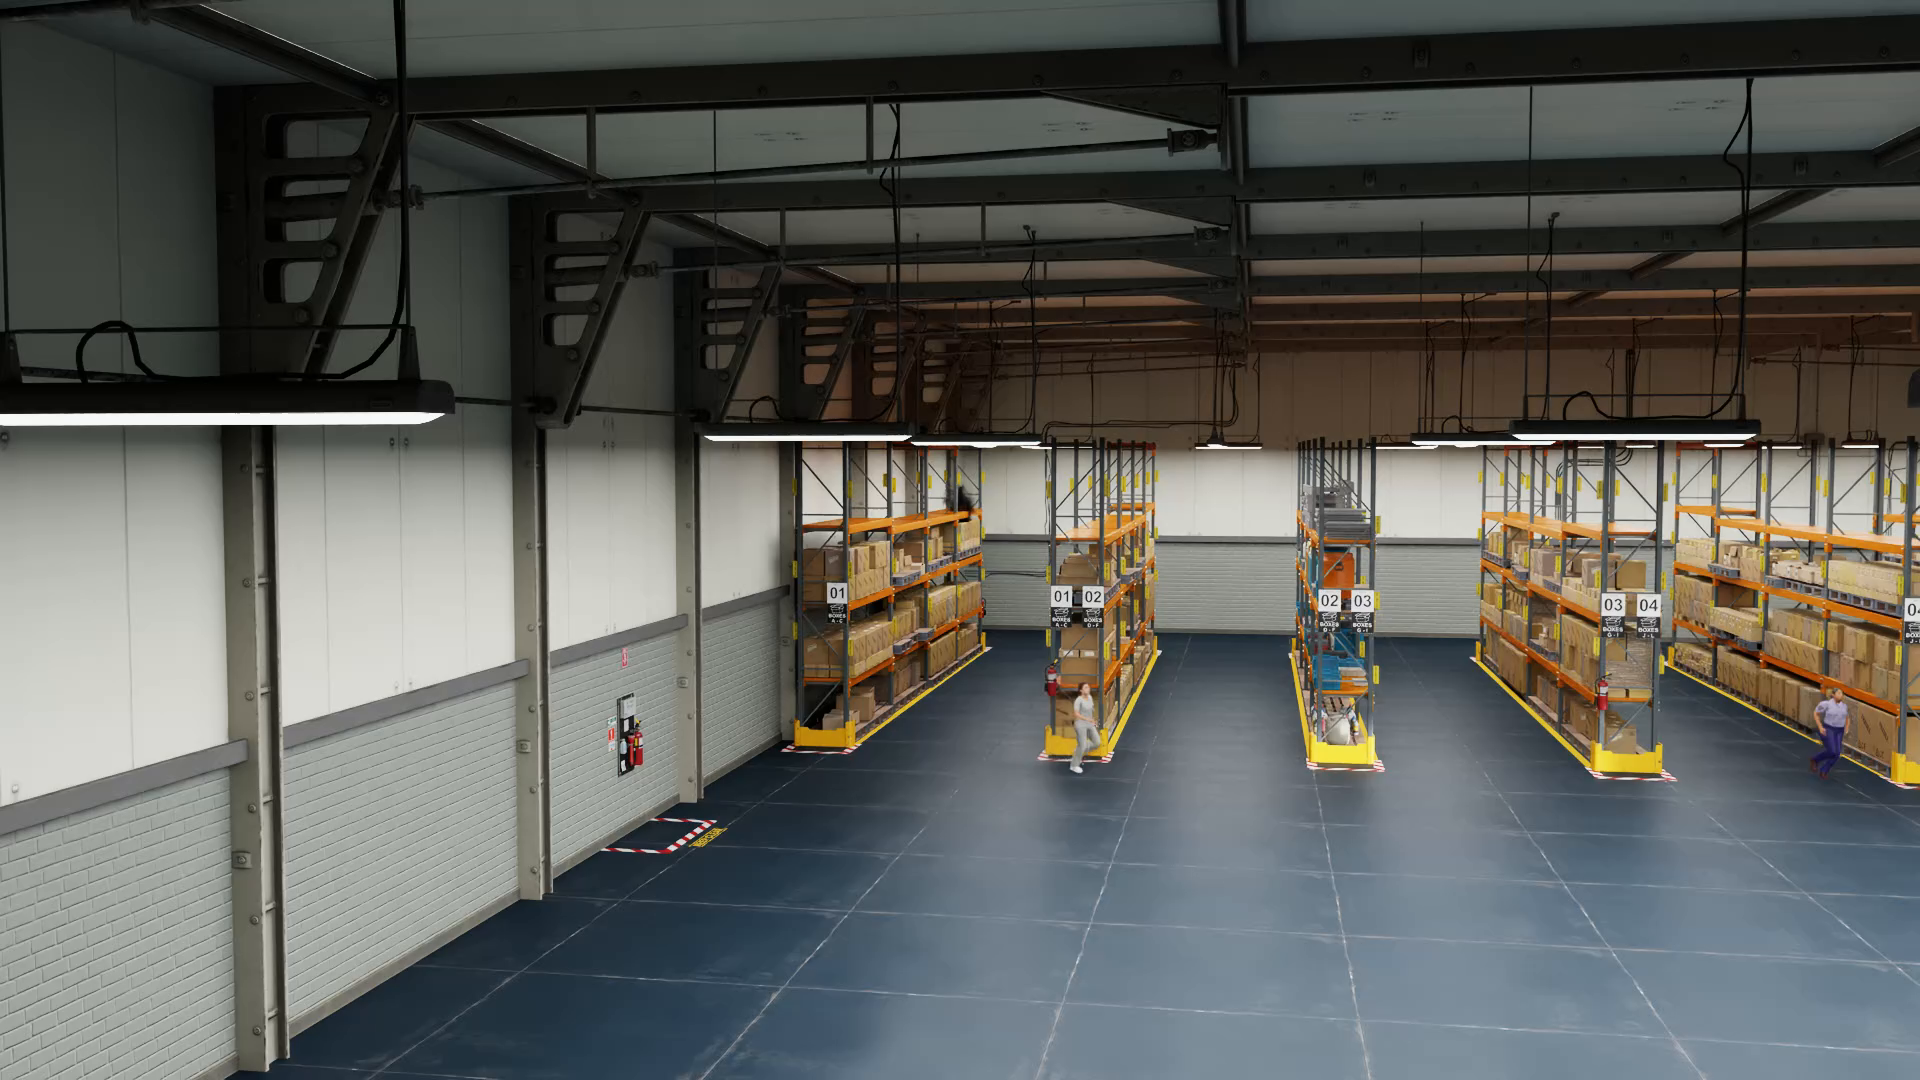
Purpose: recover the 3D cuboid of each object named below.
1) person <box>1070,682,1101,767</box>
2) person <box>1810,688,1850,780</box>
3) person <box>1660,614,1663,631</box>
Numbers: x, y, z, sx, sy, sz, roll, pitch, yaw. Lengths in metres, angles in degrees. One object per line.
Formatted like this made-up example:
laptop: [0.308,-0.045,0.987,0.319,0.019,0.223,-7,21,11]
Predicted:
person: [2.258,3.308,29.725,0.596,1.566,0.650,-3,4,-42]
person: [15.346,3.401,29.202,0.613,1.617,0.527,-1,3,-11]
person: [19.152,2.238,45.747,0.345,0.619,0.538,0,3,-6]
